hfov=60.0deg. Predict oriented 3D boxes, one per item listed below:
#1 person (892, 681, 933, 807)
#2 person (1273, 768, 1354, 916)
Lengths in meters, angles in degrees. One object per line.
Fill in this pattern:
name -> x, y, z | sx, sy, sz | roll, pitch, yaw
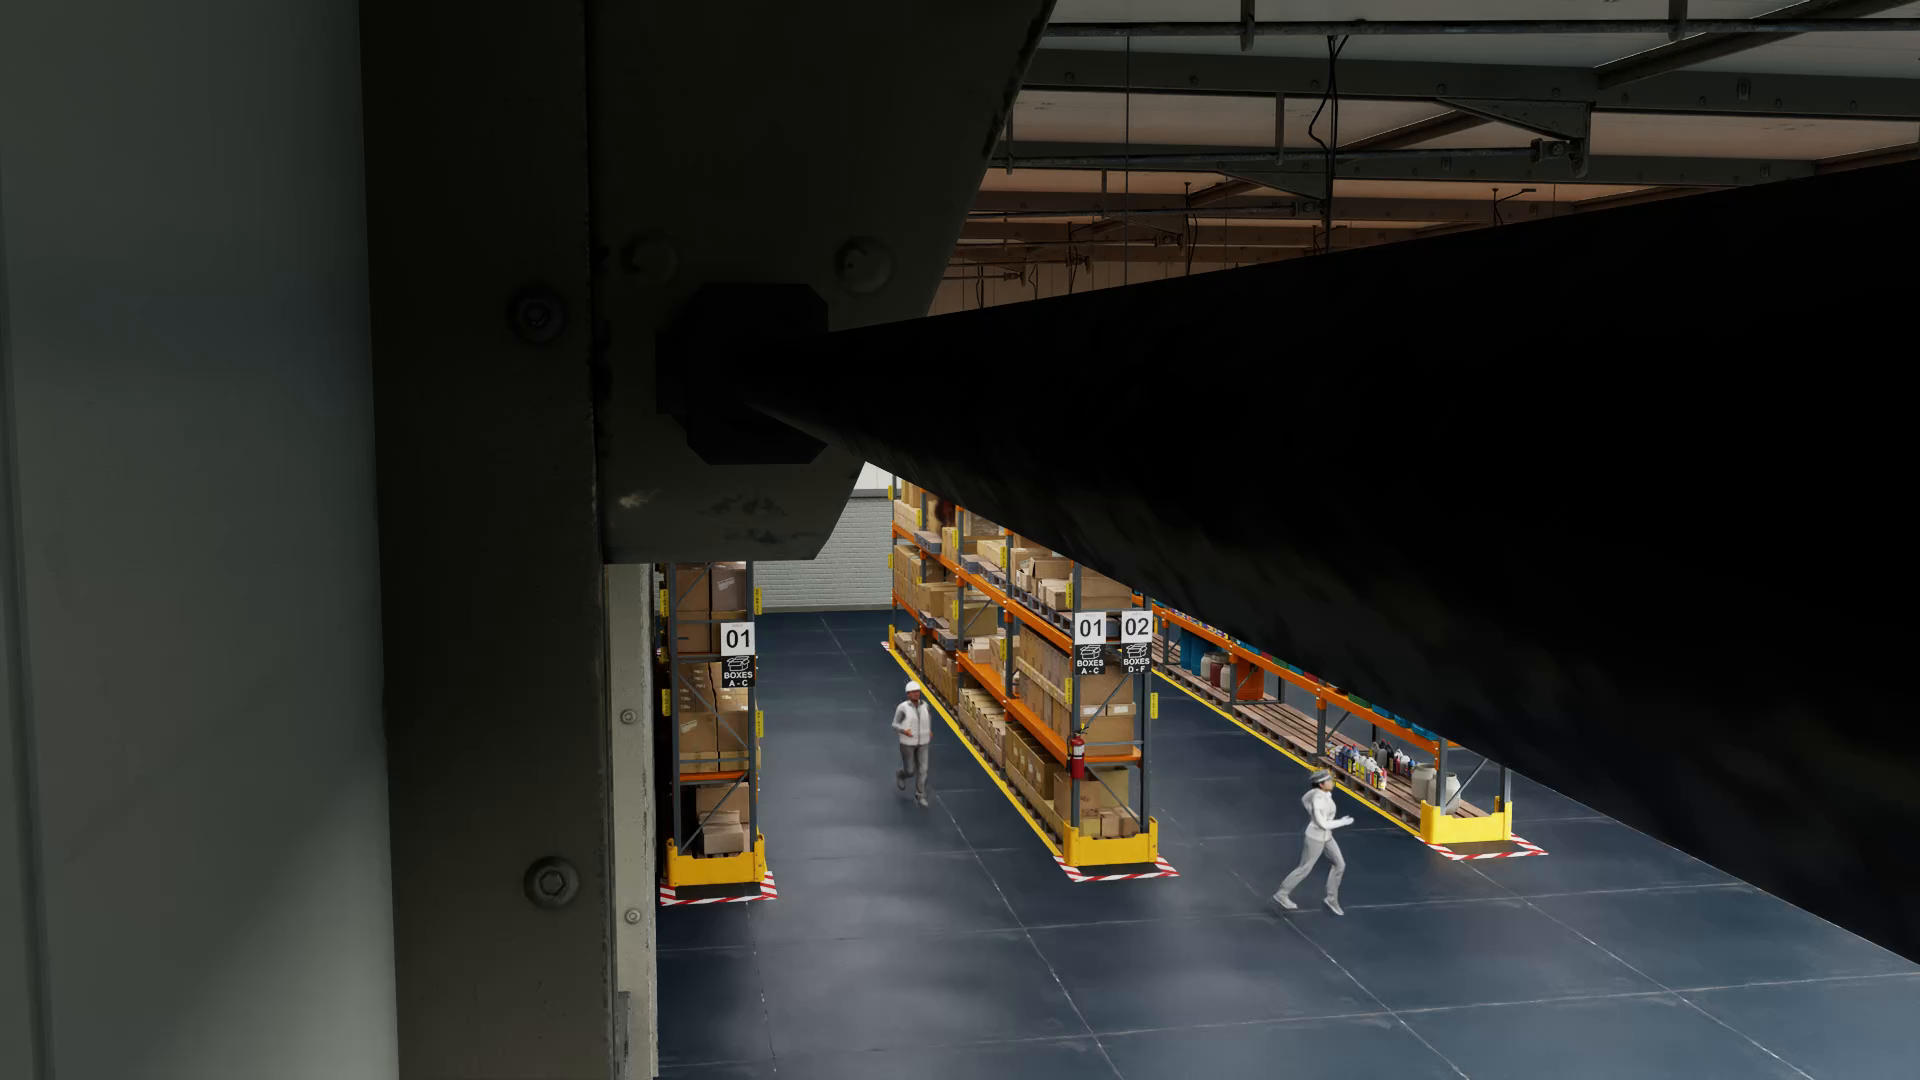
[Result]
person -> -0.647, 2.885, 23.747 | 0.663, 1.752, 0.926 | -3, 7, -23
person -> 4.064, 3.441, 19.031 | 0.874, 1.740, 0.623 | 2, 7, 21
